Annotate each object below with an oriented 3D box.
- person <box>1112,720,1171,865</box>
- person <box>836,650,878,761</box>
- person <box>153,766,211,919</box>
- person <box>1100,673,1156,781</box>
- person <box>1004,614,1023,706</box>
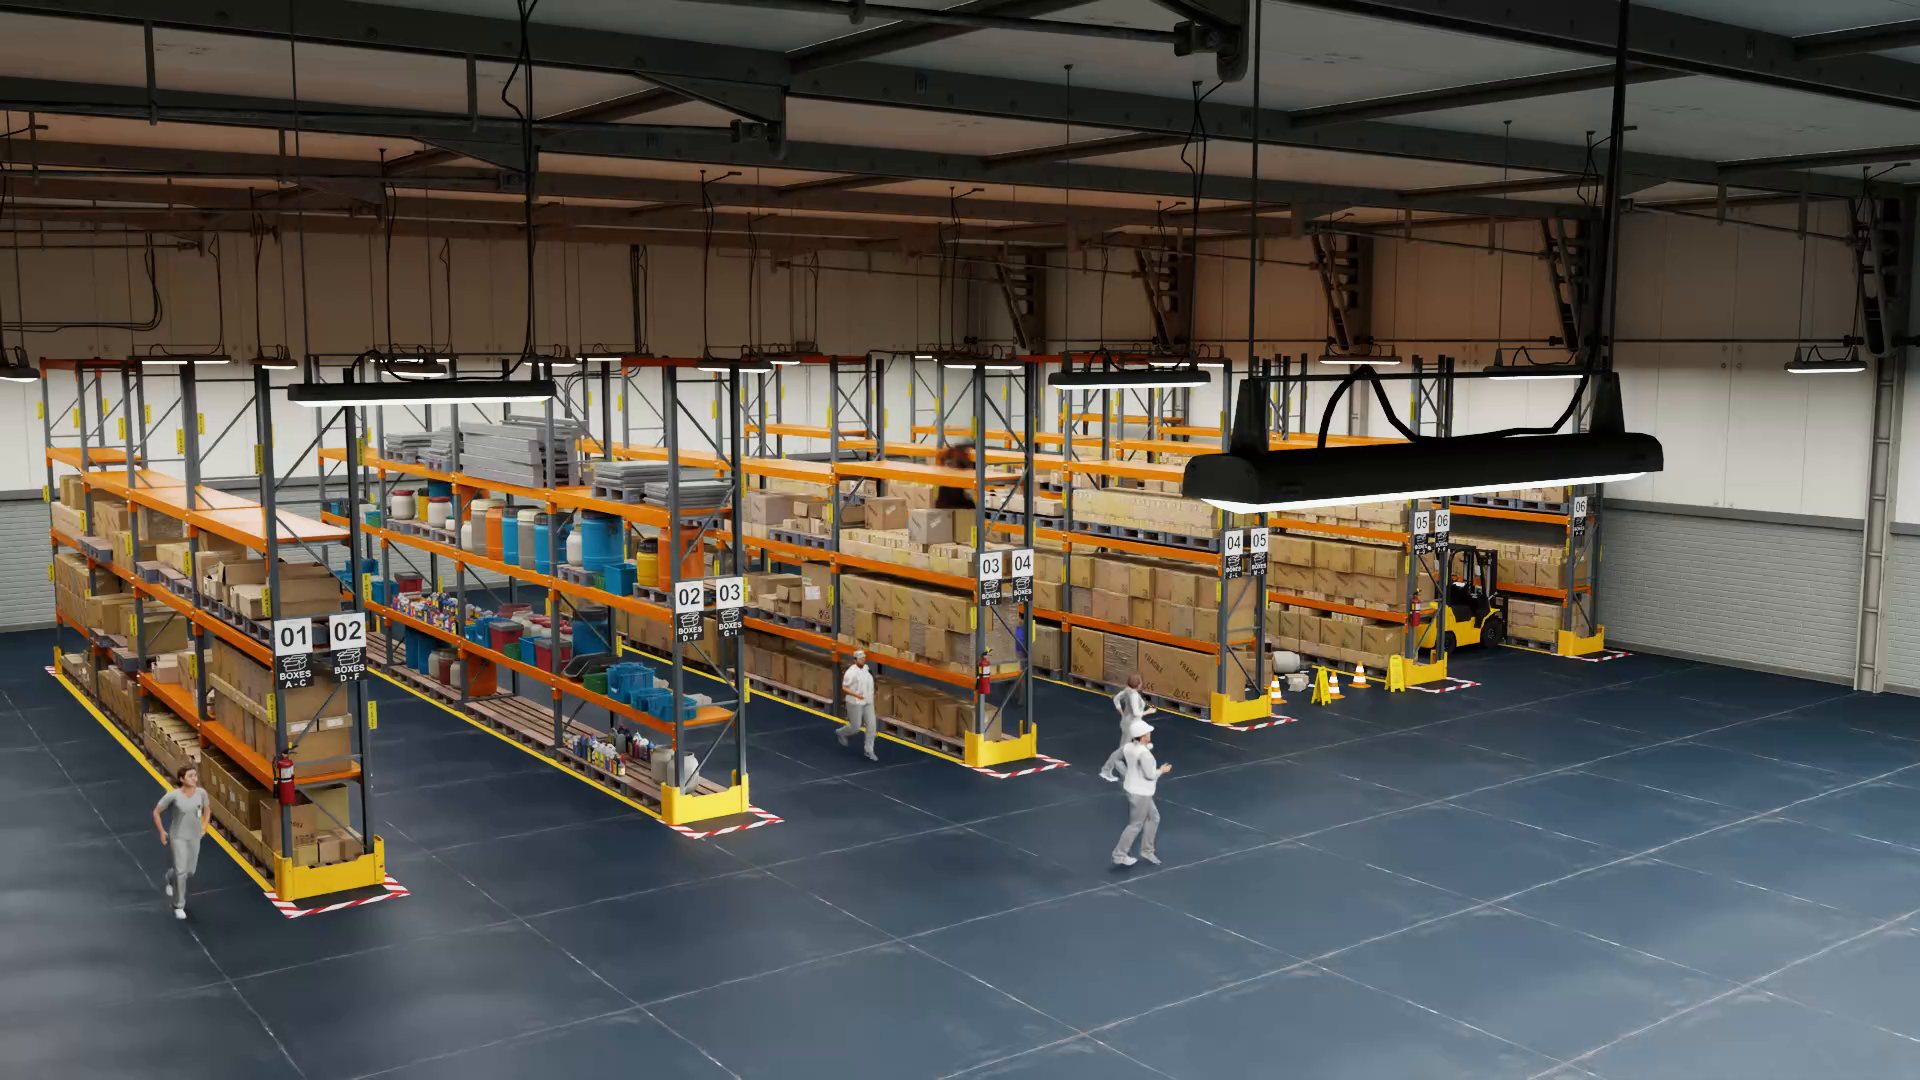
[{"bbox_3d":[2.167,3.063,19.990,0.729,1.825,0.649,-2,7,-12],"label":"person"},{"bbox_3d":[-1.545,2.491,25.351,0.607,1.667,0.841,-6,9,-42],"label":"person"},{"bbox_3d":[-8.663,3.319,18.569,0.605,1.642,0.736,-7,10,-44],"label":"person"},{"bbox_3d":[2.393,2.698,23.647,0.795,1.629,0.473,0,7,2],"label":"person"},{"bbox_3d":[0.968,2.058,28.973,0.581,1.608,0.700,-7,9,-44],"label":"person"}]
